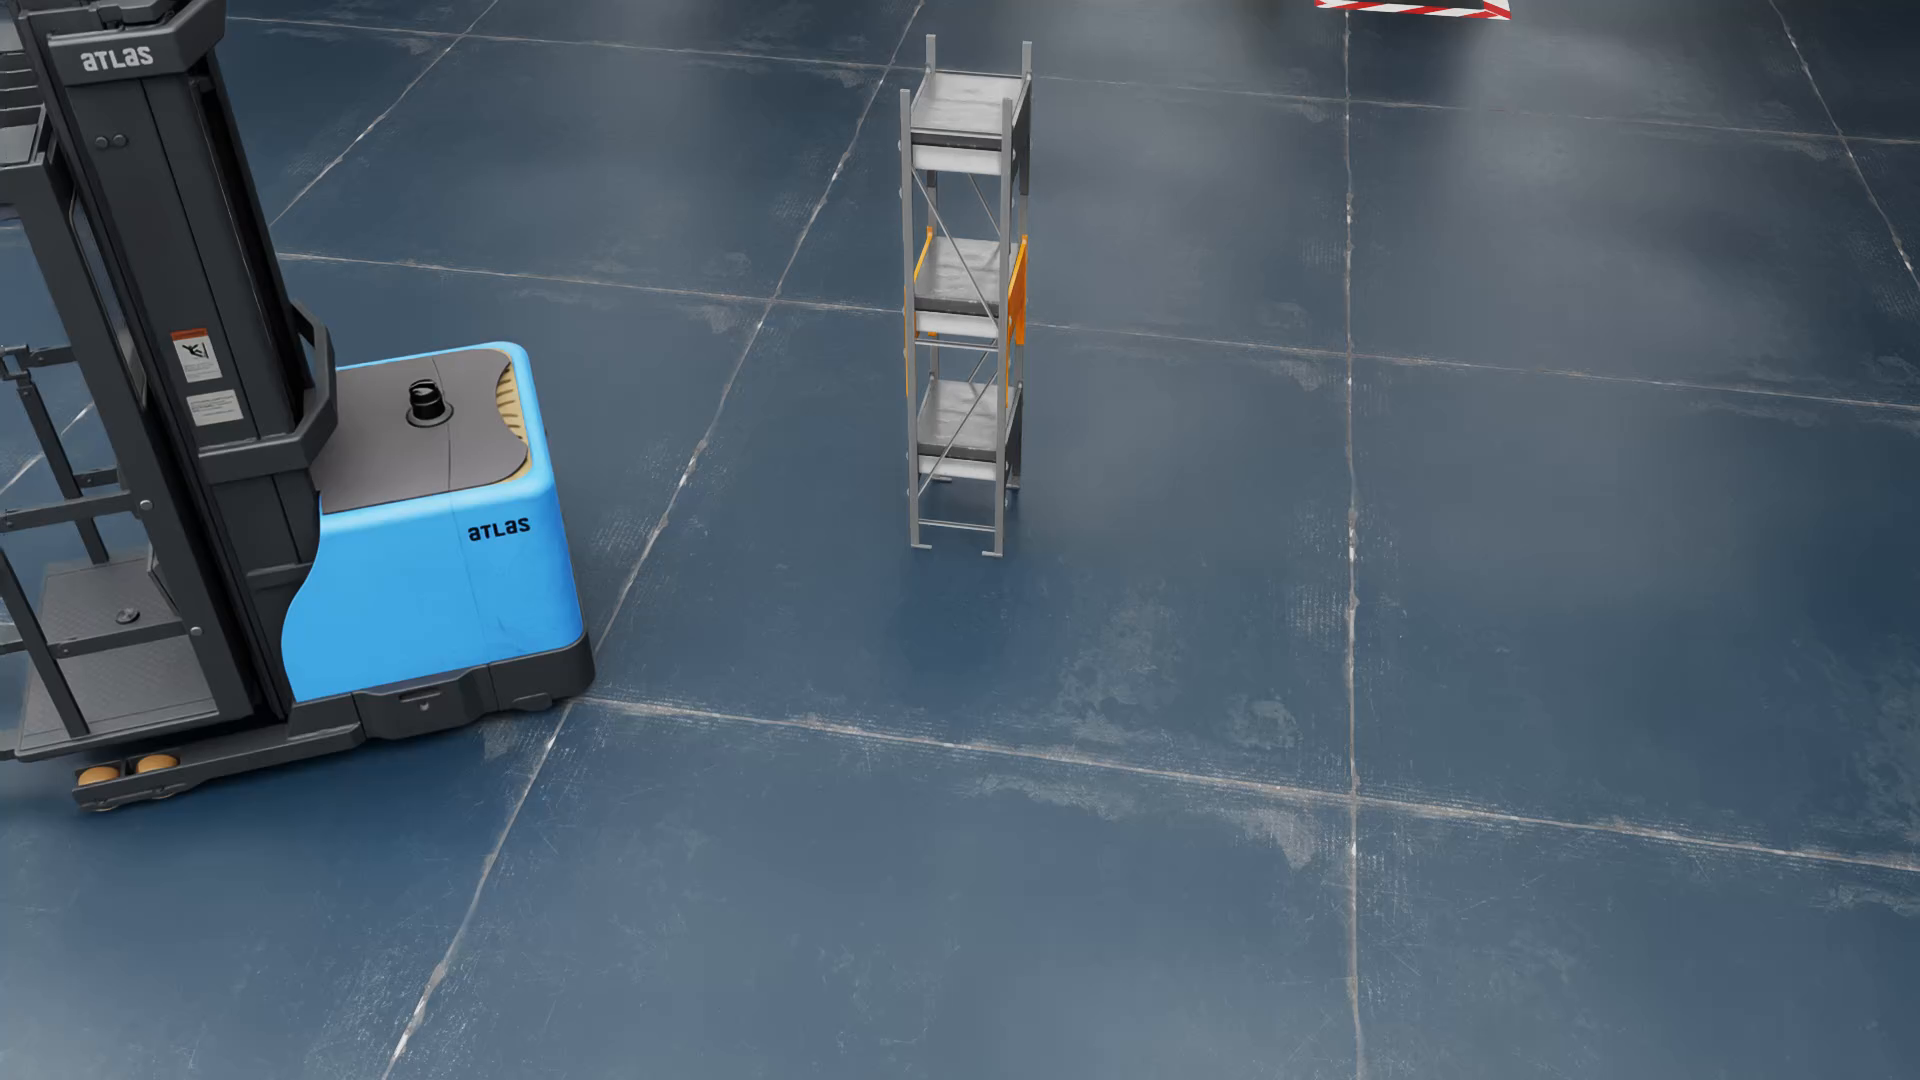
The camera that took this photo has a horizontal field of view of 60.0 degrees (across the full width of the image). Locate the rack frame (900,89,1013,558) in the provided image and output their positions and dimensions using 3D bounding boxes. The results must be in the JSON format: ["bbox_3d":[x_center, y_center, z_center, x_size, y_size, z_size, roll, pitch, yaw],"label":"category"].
[{"bbox_3d":[-0.014,-0.760,6.521,0.400,2.100,0.015,6,40,8],"label":"rack frame"}]

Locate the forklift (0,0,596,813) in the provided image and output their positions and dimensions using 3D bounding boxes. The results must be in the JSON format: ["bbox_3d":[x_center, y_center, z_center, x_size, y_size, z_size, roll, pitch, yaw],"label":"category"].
[{"bbox_3d":[-2.999,-0.522,5.581,3.031,2.935,1.130,-11,41,-14],"label":"forklift"}]

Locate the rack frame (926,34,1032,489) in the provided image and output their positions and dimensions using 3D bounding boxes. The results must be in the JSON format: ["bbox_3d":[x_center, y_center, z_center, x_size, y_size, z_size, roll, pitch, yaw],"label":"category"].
[{"bbox_3d":[0.071,-1.066,6.892,0.400,2.100,0.015,6,40,8],"label":"rack frame"}]

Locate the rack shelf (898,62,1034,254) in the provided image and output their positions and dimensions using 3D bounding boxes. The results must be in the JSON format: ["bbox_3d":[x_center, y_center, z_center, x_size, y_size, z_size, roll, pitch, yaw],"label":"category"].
[{"bbox_3d":[0.029,-1.442,6.269,0.431,0.518,0.480,6,40,8],"label":"rack shelf"}]

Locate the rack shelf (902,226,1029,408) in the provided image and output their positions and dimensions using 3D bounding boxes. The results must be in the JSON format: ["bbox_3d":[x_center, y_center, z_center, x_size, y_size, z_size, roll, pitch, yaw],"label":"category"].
[{"bbox_3d":[0.029,-0.903,6.715,0.431,0.518,0.480,6,40,8],"label":"rack shelf"}]

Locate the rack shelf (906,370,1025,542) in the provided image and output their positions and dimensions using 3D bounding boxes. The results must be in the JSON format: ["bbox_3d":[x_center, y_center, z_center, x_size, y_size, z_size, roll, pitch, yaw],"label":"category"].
[{"bbox_3d":[0.029,-0.363,7.161,0.431,0.518,0.480,6,40,8],"label":"rack shelf"}]

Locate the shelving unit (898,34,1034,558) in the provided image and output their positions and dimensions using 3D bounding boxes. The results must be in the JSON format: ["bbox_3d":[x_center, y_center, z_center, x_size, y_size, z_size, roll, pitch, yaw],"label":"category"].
[{"bbox_3d":[0.029,-0.913,6.707,0.431,2.100,0.503,6,40,8],"label":"shelving unit"}]
